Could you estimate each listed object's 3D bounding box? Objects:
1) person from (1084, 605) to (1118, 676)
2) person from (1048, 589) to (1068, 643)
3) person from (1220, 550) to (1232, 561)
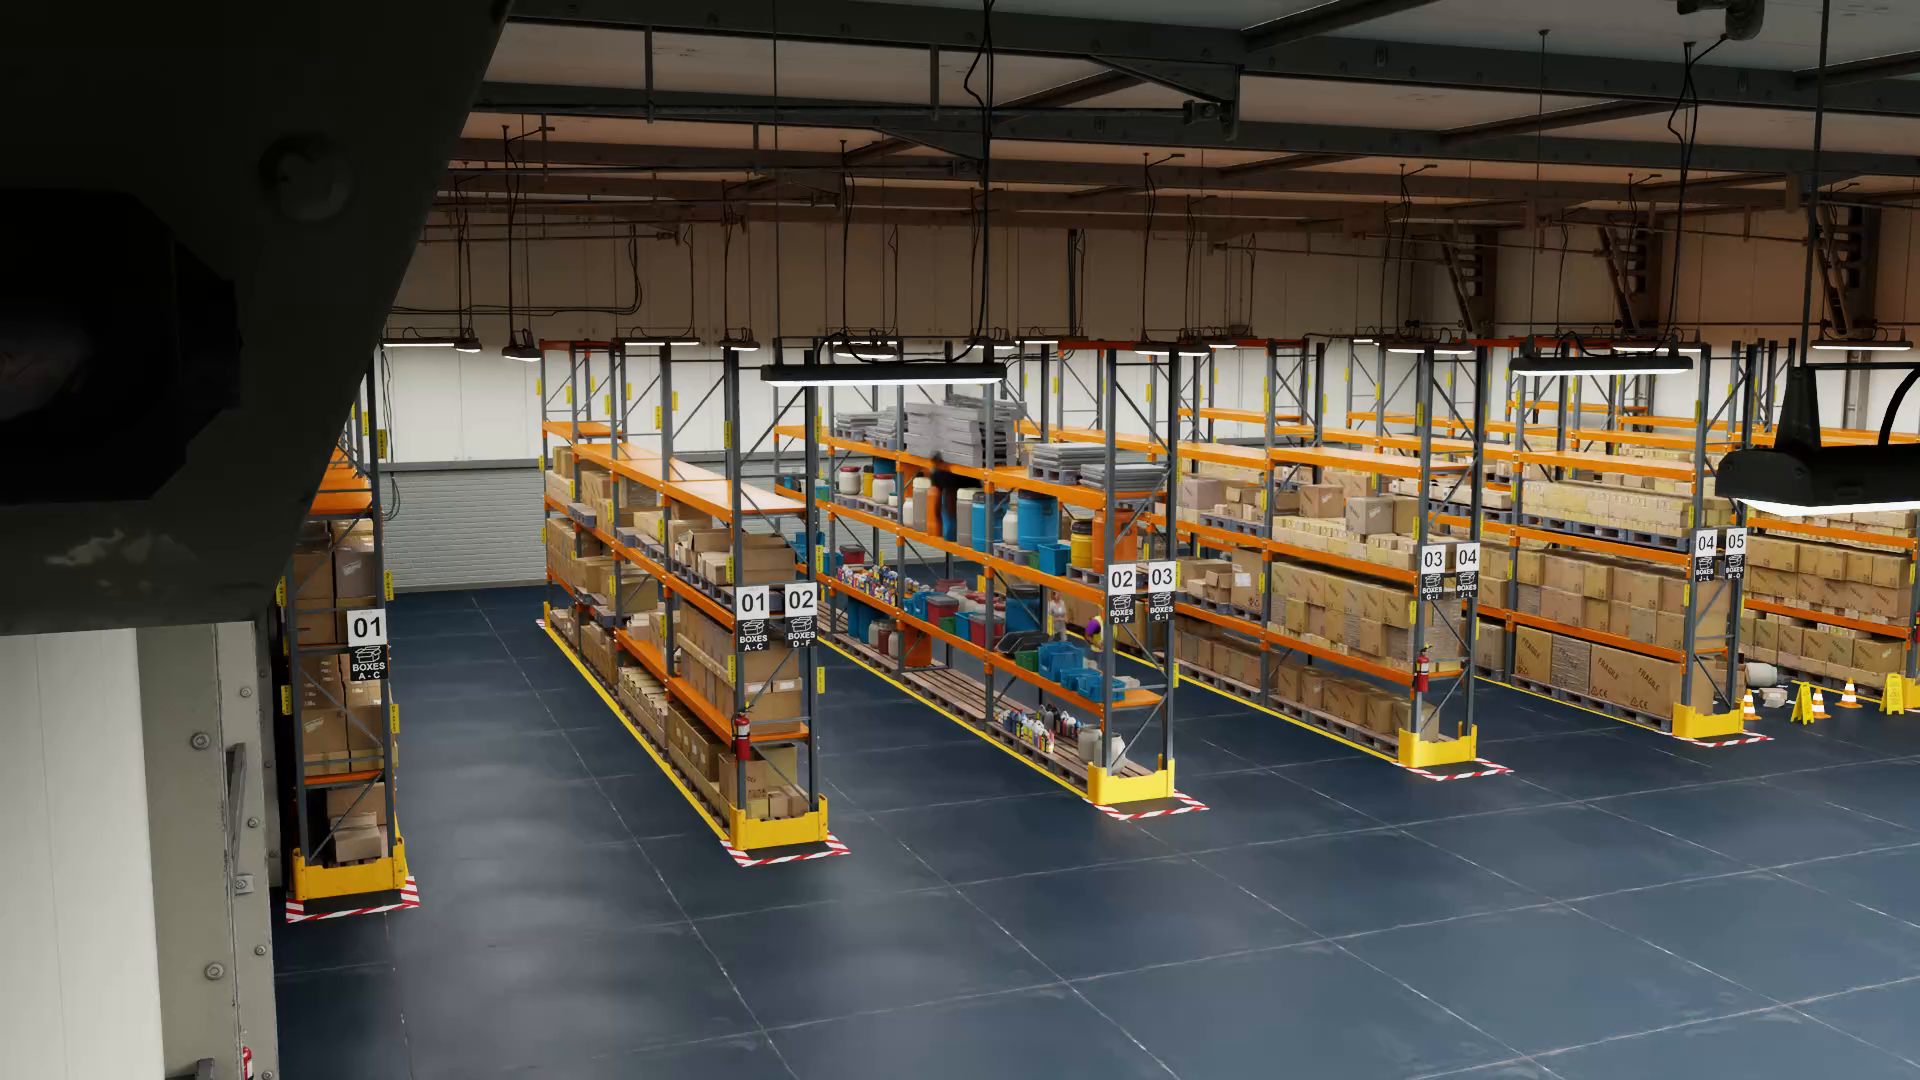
[{"bbox_3d":[2.365,1.865,27.743,0.726,1.755,0.964,-5,9,-34],"label":"person"},{"bbox_3d":[1.700,1.656,29.889,0.548,1.628,0.844,-4,8,-26],"label":"person"},{"bbox_3d":[6.848,-0.033,42.322,0.917,1.747,0.678,-3,8,-21],"label":"person"}]
